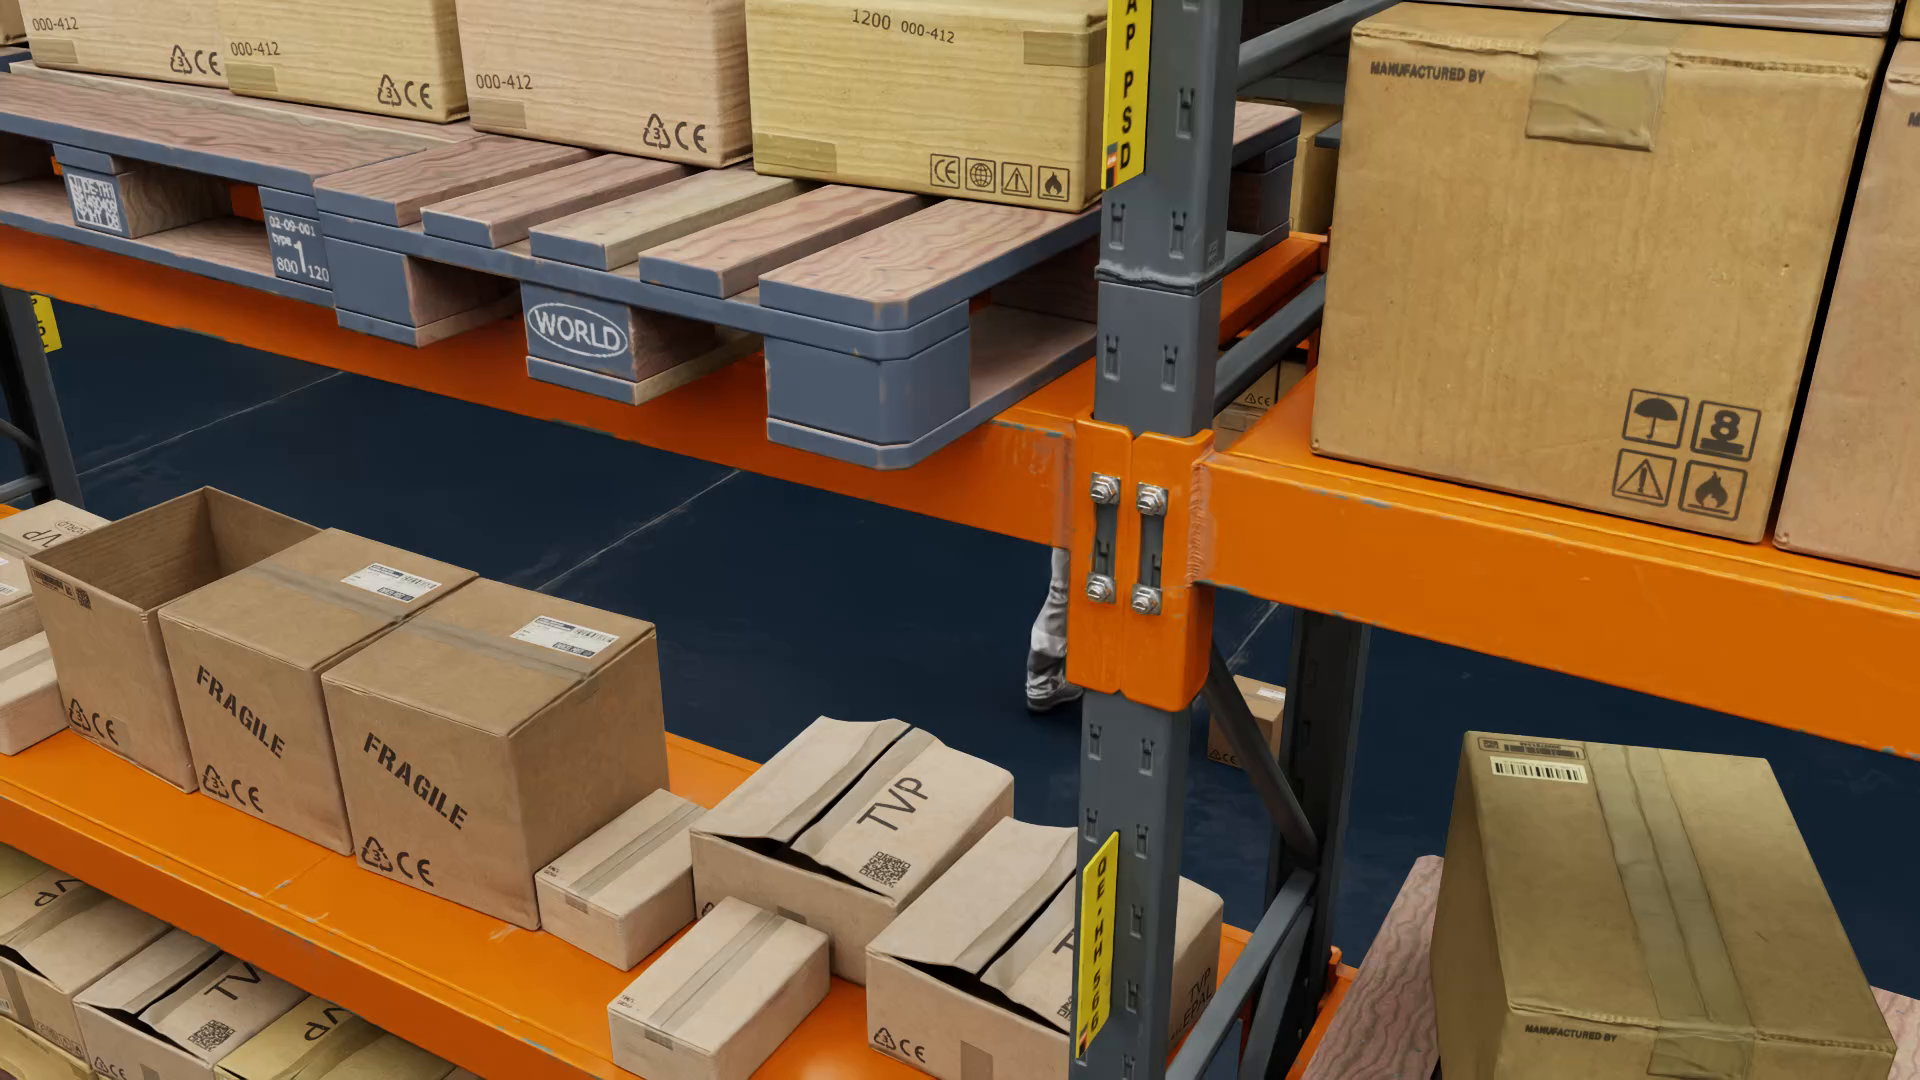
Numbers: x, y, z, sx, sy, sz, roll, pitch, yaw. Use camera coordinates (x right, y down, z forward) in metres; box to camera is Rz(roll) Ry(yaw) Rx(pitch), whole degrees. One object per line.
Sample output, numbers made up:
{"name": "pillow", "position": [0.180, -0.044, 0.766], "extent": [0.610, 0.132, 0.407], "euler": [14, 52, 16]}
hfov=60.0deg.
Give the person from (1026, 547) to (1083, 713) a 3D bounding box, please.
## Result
{"name": "person", "position": [0.557, -0.111, 6.275], "extent": [0.565, 1.779, 0.598], "euler": [-5, 27, -9]}
